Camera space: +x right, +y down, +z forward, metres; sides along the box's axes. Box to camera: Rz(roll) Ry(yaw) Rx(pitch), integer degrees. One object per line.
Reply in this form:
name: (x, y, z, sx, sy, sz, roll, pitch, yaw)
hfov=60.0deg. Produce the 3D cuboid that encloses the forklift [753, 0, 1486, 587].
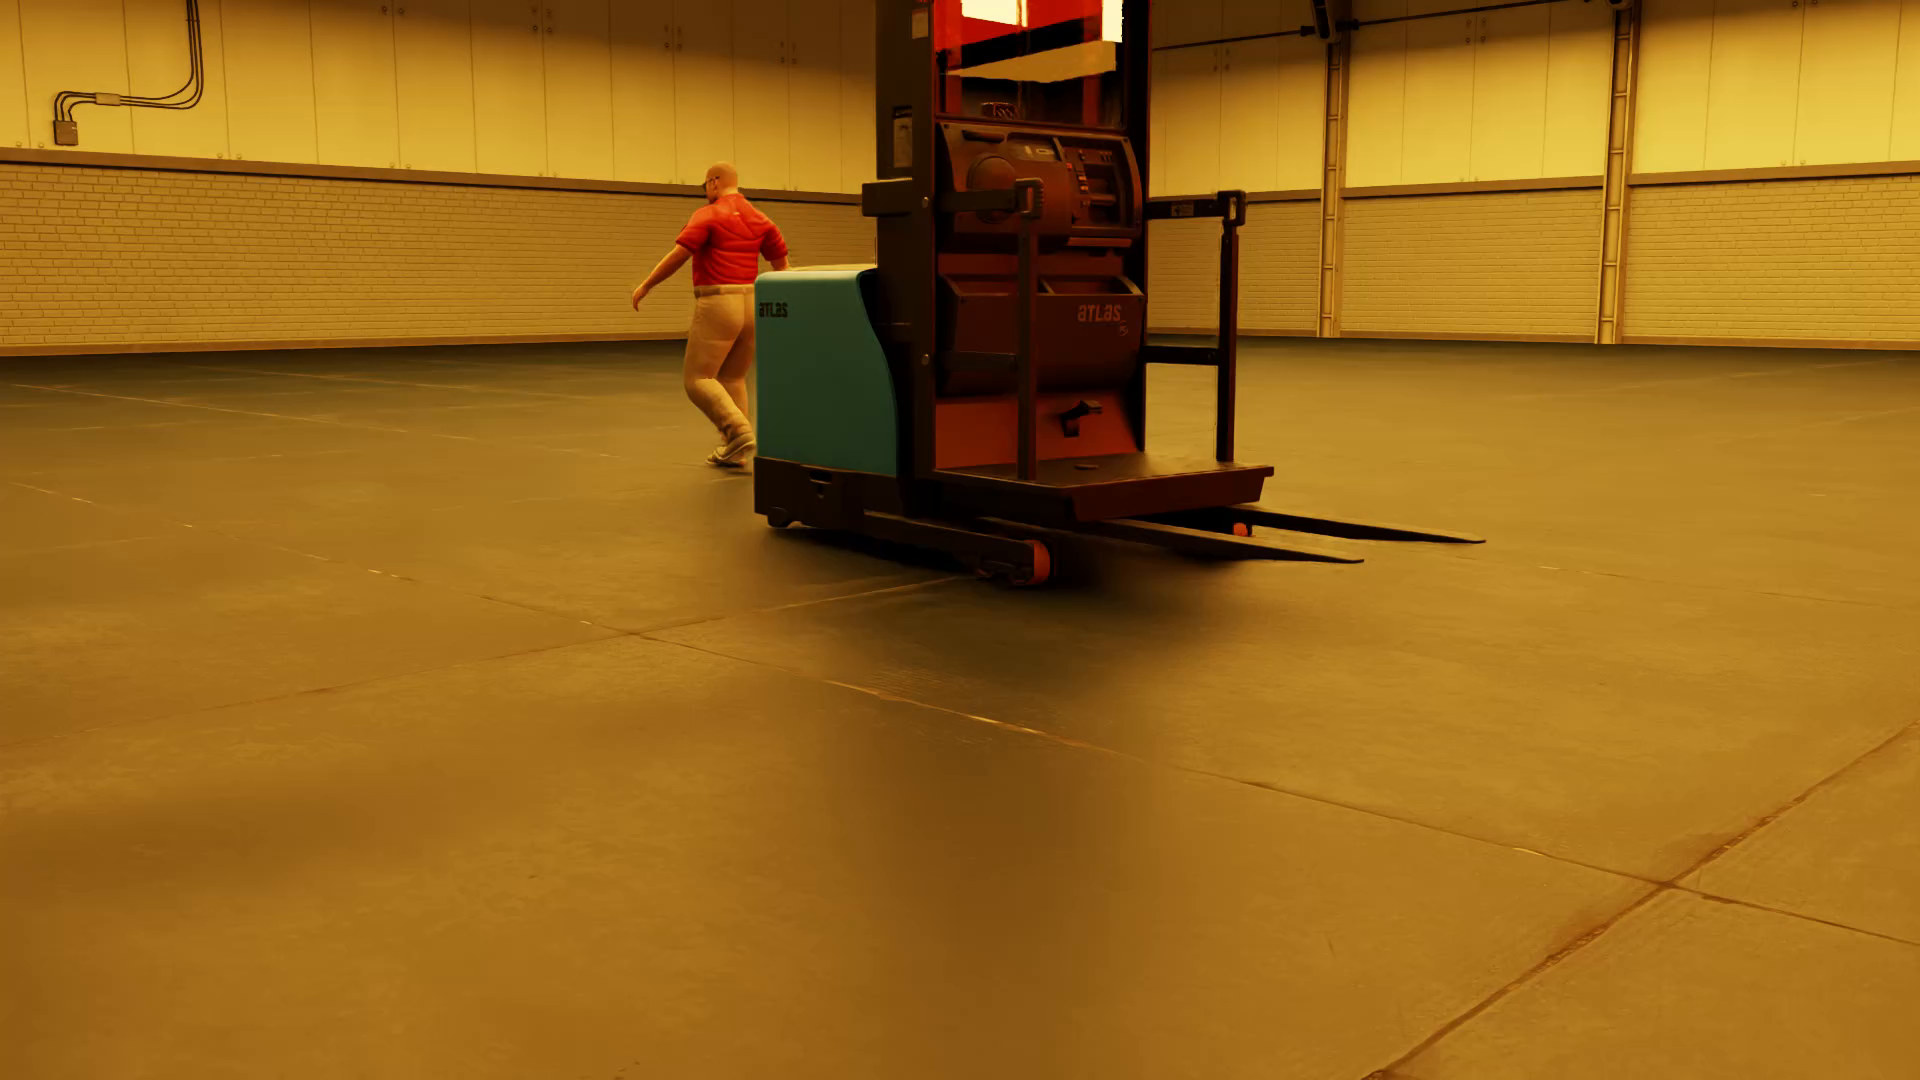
forklift: (0.444, -1.373, 5.994, 1.130, 2.935, 3.031, -7, 11, -38)

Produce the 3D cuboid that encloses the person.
person: (-1.304, -1.251, 9.319, 0.680, 1.710, 0.870, 7, 11, 39)
